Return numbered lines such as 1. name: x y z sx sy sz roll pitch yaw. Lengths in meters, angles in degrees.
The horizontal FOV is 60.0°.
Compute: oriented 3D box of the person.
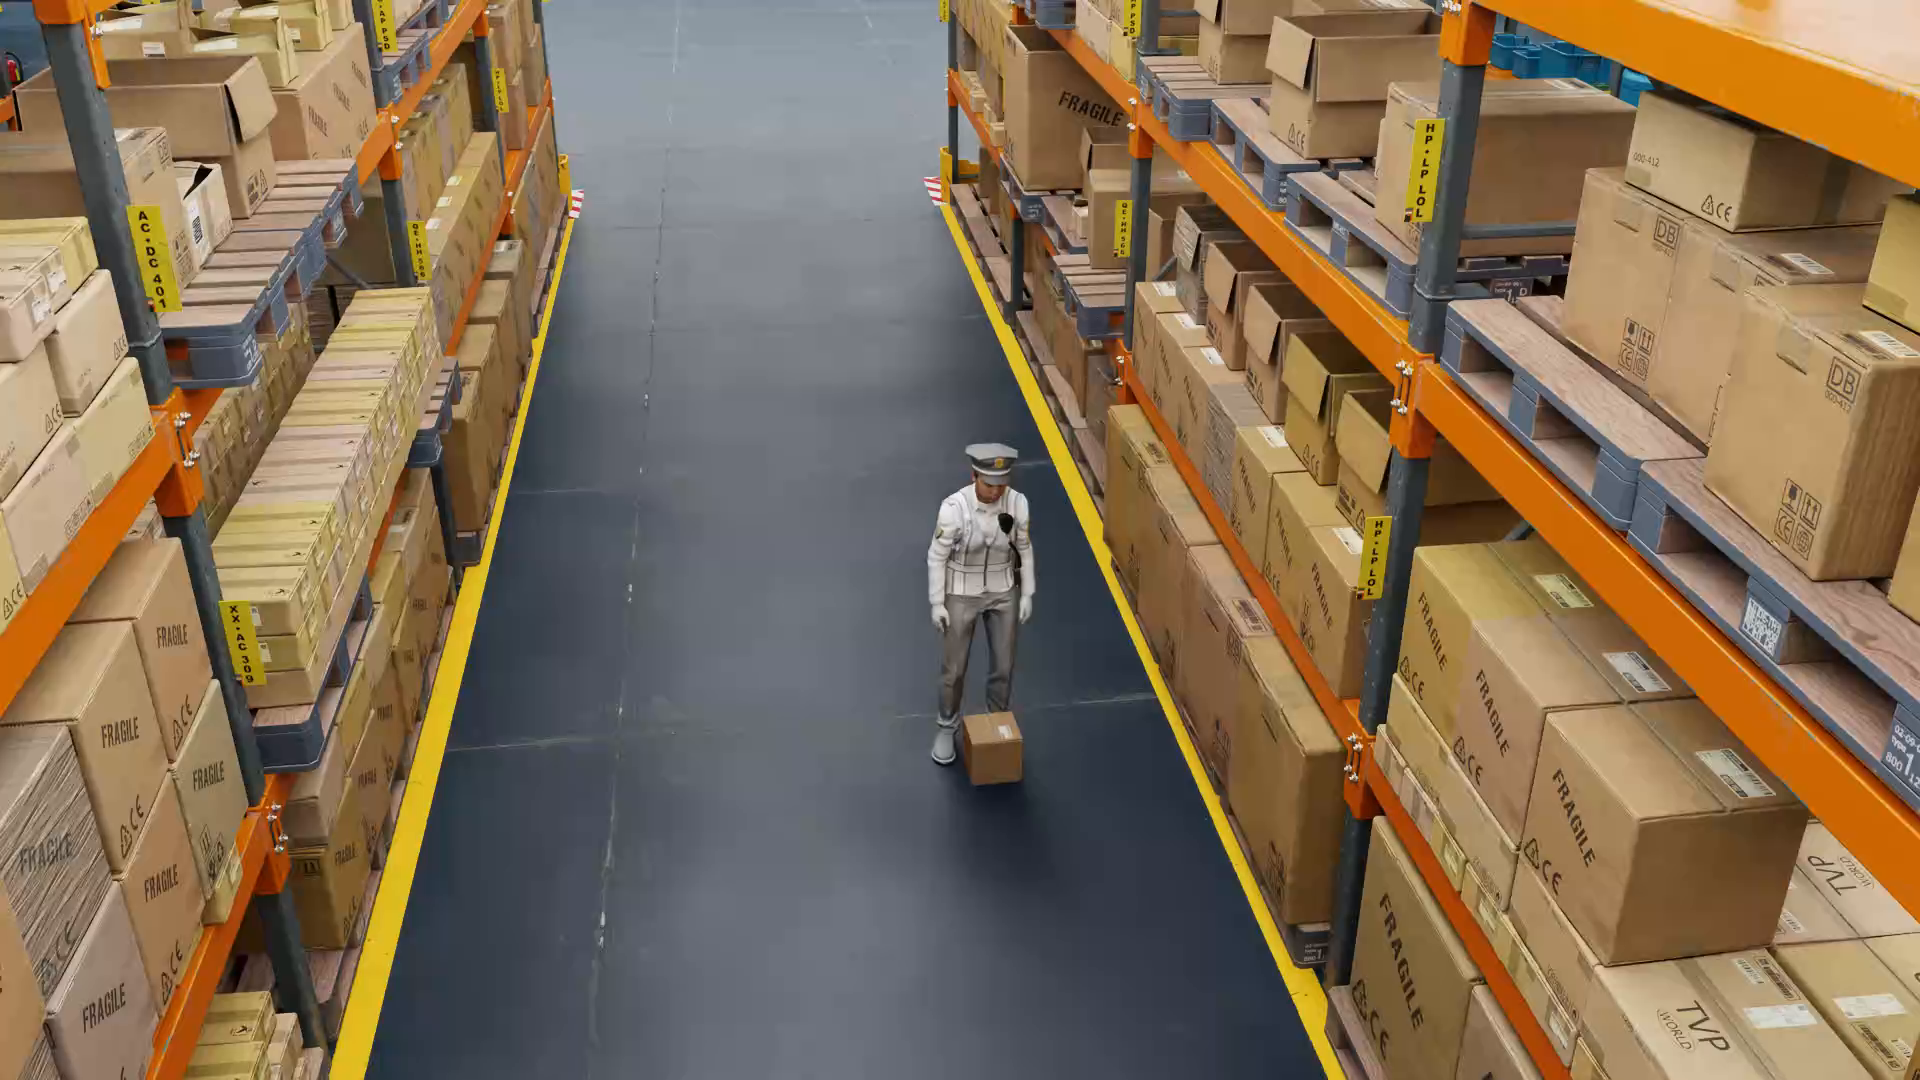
1. person: 0.105 0.288 8.058 0.541 1.662 0.373 -6 28 -11
